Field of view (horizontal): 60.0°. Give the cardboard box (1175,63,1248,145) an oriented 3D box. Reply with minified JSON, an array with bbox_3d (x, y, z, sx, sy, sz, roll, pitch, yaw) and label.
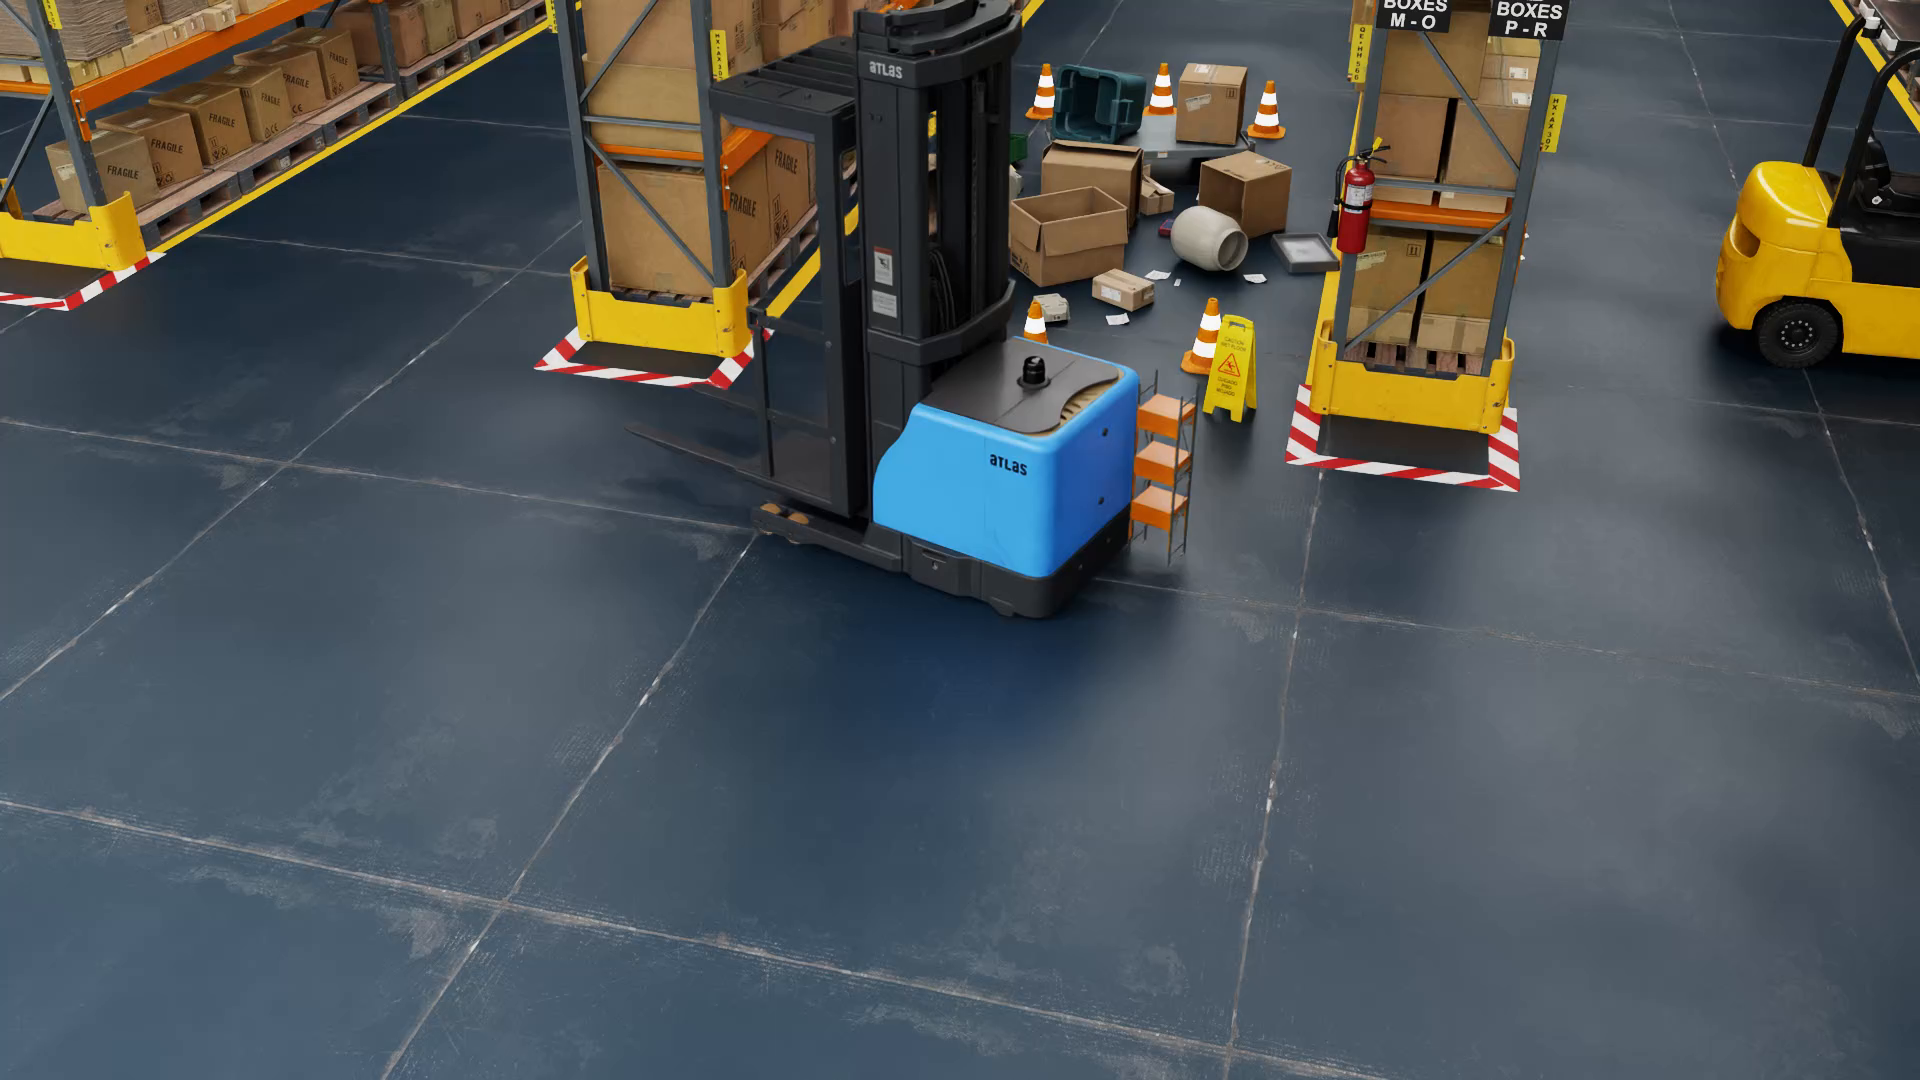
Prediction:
[{"bbox_3d":[2.079,-3.611,13.758,0.500,0.500,0.500,8,33,12],"label":"cardboard box"}]

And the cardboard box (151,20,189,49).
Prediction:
[{"bbox_3d":[-6.216,-3.918,12.852,0.380,0.149,0.250,8,33,12],"label":"cardboard box"}]

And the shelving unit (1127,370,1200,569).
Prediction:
[{"bbox_3d":[1.078,-0.367,8.849,0.252,1.050,0.215,20,38,28],"label":"shelving unit"}]

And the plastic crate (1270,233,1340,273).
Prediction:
[{"bbox_3d":[2.617,-2.184,12.611,0.402,0.080,0.583,-3,33,-4],"label":"plastic crate"}]

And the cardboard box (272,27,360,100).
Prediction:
[{"bbox_3d":[-5.918,-4.389,15.296,0.500,0.500,0.500,7,33,11],"label":"cardboard box"}]

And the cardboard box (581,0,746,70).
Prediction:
[{"bbox_3d":[-1.889,-3.371,10.611,0.875,0.550,0.550,8,33,12],"label":"cardboard box"}]

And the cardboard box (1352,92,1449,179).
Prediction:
[{"bbox_3d":[2.664,-2.530,10.064,0.500,0.500,0.500,7,33,12],"label":"cardboard box"}]

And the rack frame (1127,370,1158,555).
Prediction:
[{"bbox_3d":[0.977,-0.404,8.907,0.008,1.050,0.200,20,38,28],"label":"rack frame"}]

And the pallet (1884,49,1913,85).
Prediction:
[{"bbox_3d":[9.851,-4.726,16.488,1.003,0.211,1.213,8,33,12],"label":"pallet"}]

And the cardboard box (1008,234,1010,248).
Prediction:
[{"bbox_3d":[0.340,-2.444,12.847,0.396,0.266,0.258,14,35,21],"label":"cardboard box"}]

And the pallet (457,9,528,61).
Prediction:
[{"bbox_3d":[-5.274,-5.331,17.439,1.003,0.211,1.213,8,33,12],"label":"pallet"}]

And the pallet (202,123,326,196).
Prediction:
[{"bbox_3d":[-6.221,-3.303,14.249,1.003,0.211,1.213,8,33,12],"label":"pallet"}]

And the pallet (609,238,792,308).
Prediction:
[{"bbox_3d":[-1.893,-1.914,12.064,1.003,0.211,1.213,8,33,12],"label":"pallet"}]

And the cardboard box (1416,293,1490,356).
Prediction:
[{"bbox_3d":[3.265,-1.441,10.893,0.500,0.250,0.500,8,33,12],"label":"cardboard box"}]

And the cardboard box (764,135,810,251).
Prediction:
[{"bbox_3d":[-1.691,-2.763,12.390,0.875,0.875,0.875,8,33,12],"label":"cardboard box"}]

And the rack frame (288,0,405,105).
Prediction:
[{"bbox_3d":[-5.777,-5.468,15.056,1.000,3.000,0.127,8,33,12],"label":"rack frame"}]

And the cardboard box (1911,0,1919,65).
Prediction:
[{"bbox_3d":[9.525,-4.892,16.088,0.500,0.500,0.500,9,34,14],"label":"cardboard box"}]

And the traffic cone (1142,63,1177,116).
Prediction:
[{"bbox_3d":[1.875,-4.169,15.377,0.336,0.463,0.334,8,33,12],"label":"traffic cone"}]

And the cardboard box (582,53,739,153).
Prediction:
[{"bbox_3d":[-1.970,-2.927,10.918,0.875,0.550,0.550,8,33,12],"label":"cardboard box"}]

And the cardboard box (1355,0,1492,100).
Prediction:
[{"bbox_3d":[2.711,-2.928,9.757,0.700,0.500,0.500,7,33,11],"label":"cardboard box"}]

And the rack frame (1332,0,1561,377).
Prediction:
[{"bbox_3d":[2.793,-2.043,9.668,1.000,3.000,0.127,8,33,12],"label":"rack frame"}]

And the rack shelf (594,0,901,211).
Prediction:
[{"bbox_3d":[-1.513,-3.399,12.472,1.077,0.370,4.000,8,33,12],"label":"rack shelf"}]

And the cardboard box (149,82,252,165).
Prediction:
[{"bbox_3d":[-6.322,-3.474,13.857,0.500,0.500,0.500,11,34,17],"label":"cardboard box"}]

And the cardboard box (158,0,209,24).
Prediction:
[{"bbox_3d":[-6.447,-4.371,12.960,0.875,0.500,0.500,8,33,12],"label":"cardboard box"}]

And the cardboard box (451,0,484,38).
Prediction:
[{"bbox_3d":[-5.320,-5.450,16.947,0.700,0.500,0.500,5,33,8],"label":"cardboard box"}]

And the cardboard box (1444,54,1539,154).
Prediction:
[{"bbox_3d":[3.310,-2.688,10.313,0.500,0.500,0.500,9,34,14],"label":"cardboard box"}]

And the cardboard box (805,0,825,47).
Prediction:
[{"bbox_3d":[-1.494,-3.769,12.244,0.875,0.550,0.500,8,33,12],"label":"cardboard box"}]

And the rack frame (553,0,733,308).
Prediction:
[{"bbox_3d":[-2.021,-2.665,10.646,1.000,3.000,0.127,8,33,12],"label":"rack frame"}]

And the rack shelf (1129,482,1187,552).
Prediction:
[{"bbox_3d":[1.078,-0.124,9.004,0.240,0.259,0.215,20,38,28],"label":"rack shelf"}]

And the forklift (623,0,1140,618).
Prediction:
[{"bbox_3d":[-0.560,-1.433,8.773,3.031,2.935,1.130,19,37,27],"label":"forklift"}]

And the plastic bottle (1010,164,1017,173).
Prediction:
[{"bbox_3d":[0.384,-3.152,14.151,0.133,0.061,0.283,-8,33,-13],"label":"plastic bottle"}]

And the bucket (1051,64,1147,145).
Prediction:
[{"bbox_3d":[1.190,-3.616,13.777,0.726,0.611,0.620,20,28,29],"label":"bucket"}]

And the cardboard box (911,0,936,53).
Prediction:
[{"bbox_3d":[-0.686,-4.803,15.715,1.050,0.750,0.750,8,33,12],"label":"cardboard box"}]

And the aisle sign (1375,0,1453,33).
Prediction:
[{"bbox_3d":[2.497,-3.148,8.982,0.394,0.787,0.004,8,33,12],"label":"aisle sign"}]

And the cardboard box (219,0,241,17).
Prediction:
[{"bbox_3d":[-6.080,-4.315,13.476,0.380,0.149,0.250,8,33,12],"label":"cardboard box"}]

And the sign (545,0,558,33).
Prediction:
[{"bbox_3d":[-2.542,-3.335,10.399,0.100,0.325,0.005,8,33,12],"label":"sign"}]

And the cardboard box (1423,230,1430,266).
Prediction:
[{"bbox_3d":[3.399,-2.042,11.139,0.500,0.500,0.500,7,33,11],"label":"cardboard box"}]

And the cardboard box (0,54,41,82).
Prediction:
[{"bbox_3d":[-6.920,-3.463,12.135,0.380,0.149,0.250,8,33,12],"label":"cardboard box"}]

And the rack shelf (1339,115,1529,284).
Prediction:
[{"bbox_3d":[3.301,-2.778,11.494,1.077,0.370,4.000,8,33,12],"label":"rack shelf"}]

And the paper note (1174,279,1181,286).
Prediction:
[{"bbox_3d":[1.599,-1.893,12.218,0.032,0.001,0.123,8,33,12],"label":"paper note"}]

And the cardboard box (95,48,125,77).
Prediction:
[{"bbox_3d":[-6.408,-3.529,12.240,0.380,0.149,0.250,8,33,12],"label":"cardboard box"}]

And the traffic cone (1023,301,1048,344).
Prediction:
[{"bbox_3d":[0.494,-1.346,10.936,0.336,0.463,0.334,8,33,12],"label":"traffic cone"}]

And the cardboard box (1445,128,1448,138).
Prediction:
[{"bbox_3d":[3.427,-2.755,11.021,0.380,0.149,0.250,9,34,14],"label":"cardboard box"}]

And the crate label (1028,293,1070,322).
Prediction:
[{"bbox_3d":[0.634,-1.625,11.679,0.250,0.136,0.298,-8,33,-13],"label":"crate label"}]

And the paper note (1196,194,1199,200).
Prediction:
[{"bbox_3d":[2.023,-2.823,13.663,0.148,0.019,0.142,8,33,12],"label":"paper note"}]

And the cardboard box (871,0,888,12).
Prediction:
[{"bbox_3d":[-1.088,-4.611,13.567,0.875,0.550,0.550,8,33,12],"label":"cardboard box"}]

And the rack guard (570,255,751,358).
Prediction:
[{"bbox_3d":[-2.027,-1.598,11.297,1.175,0.500,0.348,8,33,12],"label":"rack guard"}]
